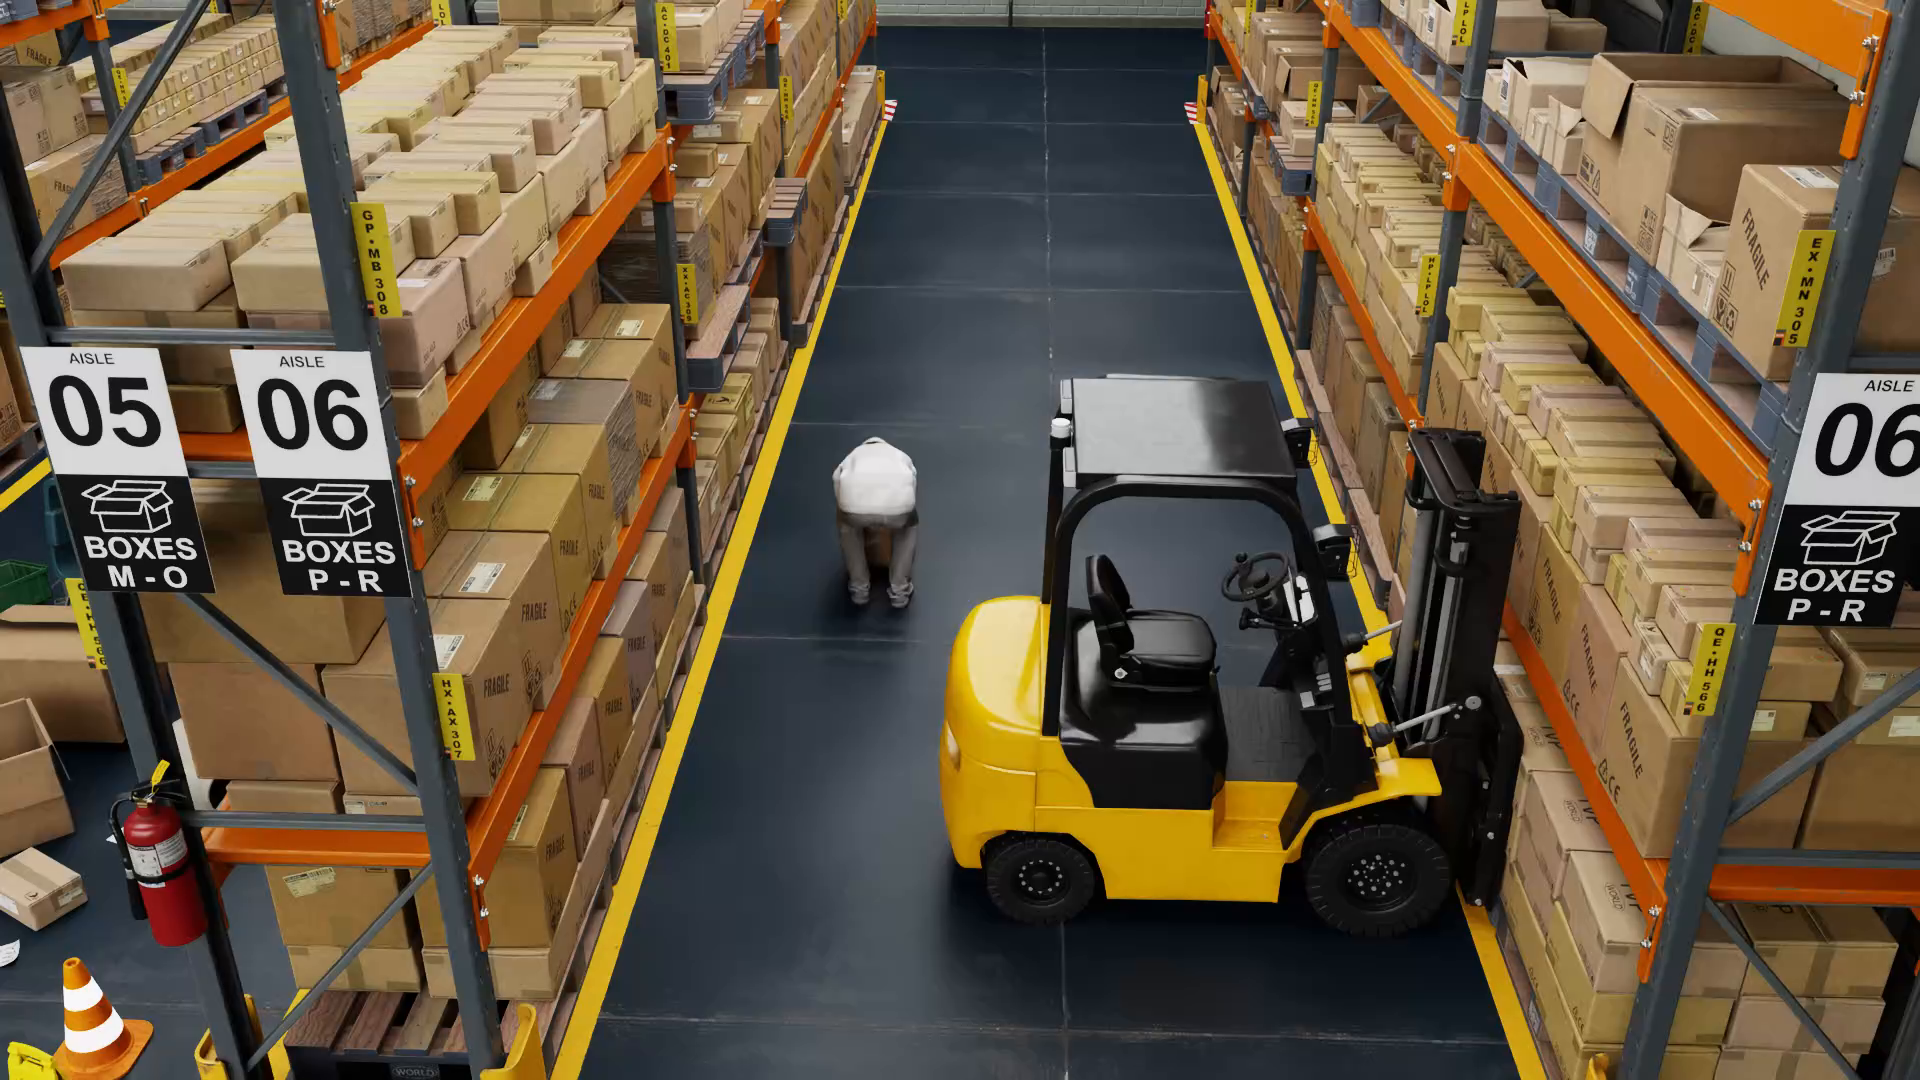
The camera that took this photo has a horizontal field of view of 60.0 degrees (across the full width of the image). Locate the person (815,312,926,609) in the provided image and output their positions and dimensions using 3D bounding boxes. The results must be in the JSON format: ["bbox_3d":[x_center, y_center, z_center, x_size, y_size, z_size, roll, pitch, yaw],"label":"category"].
[{"bbox_3d":[-0.501,-0.429,9.416,0.615,1.760,0.457,-1,28,-2],"label":"person"}]
